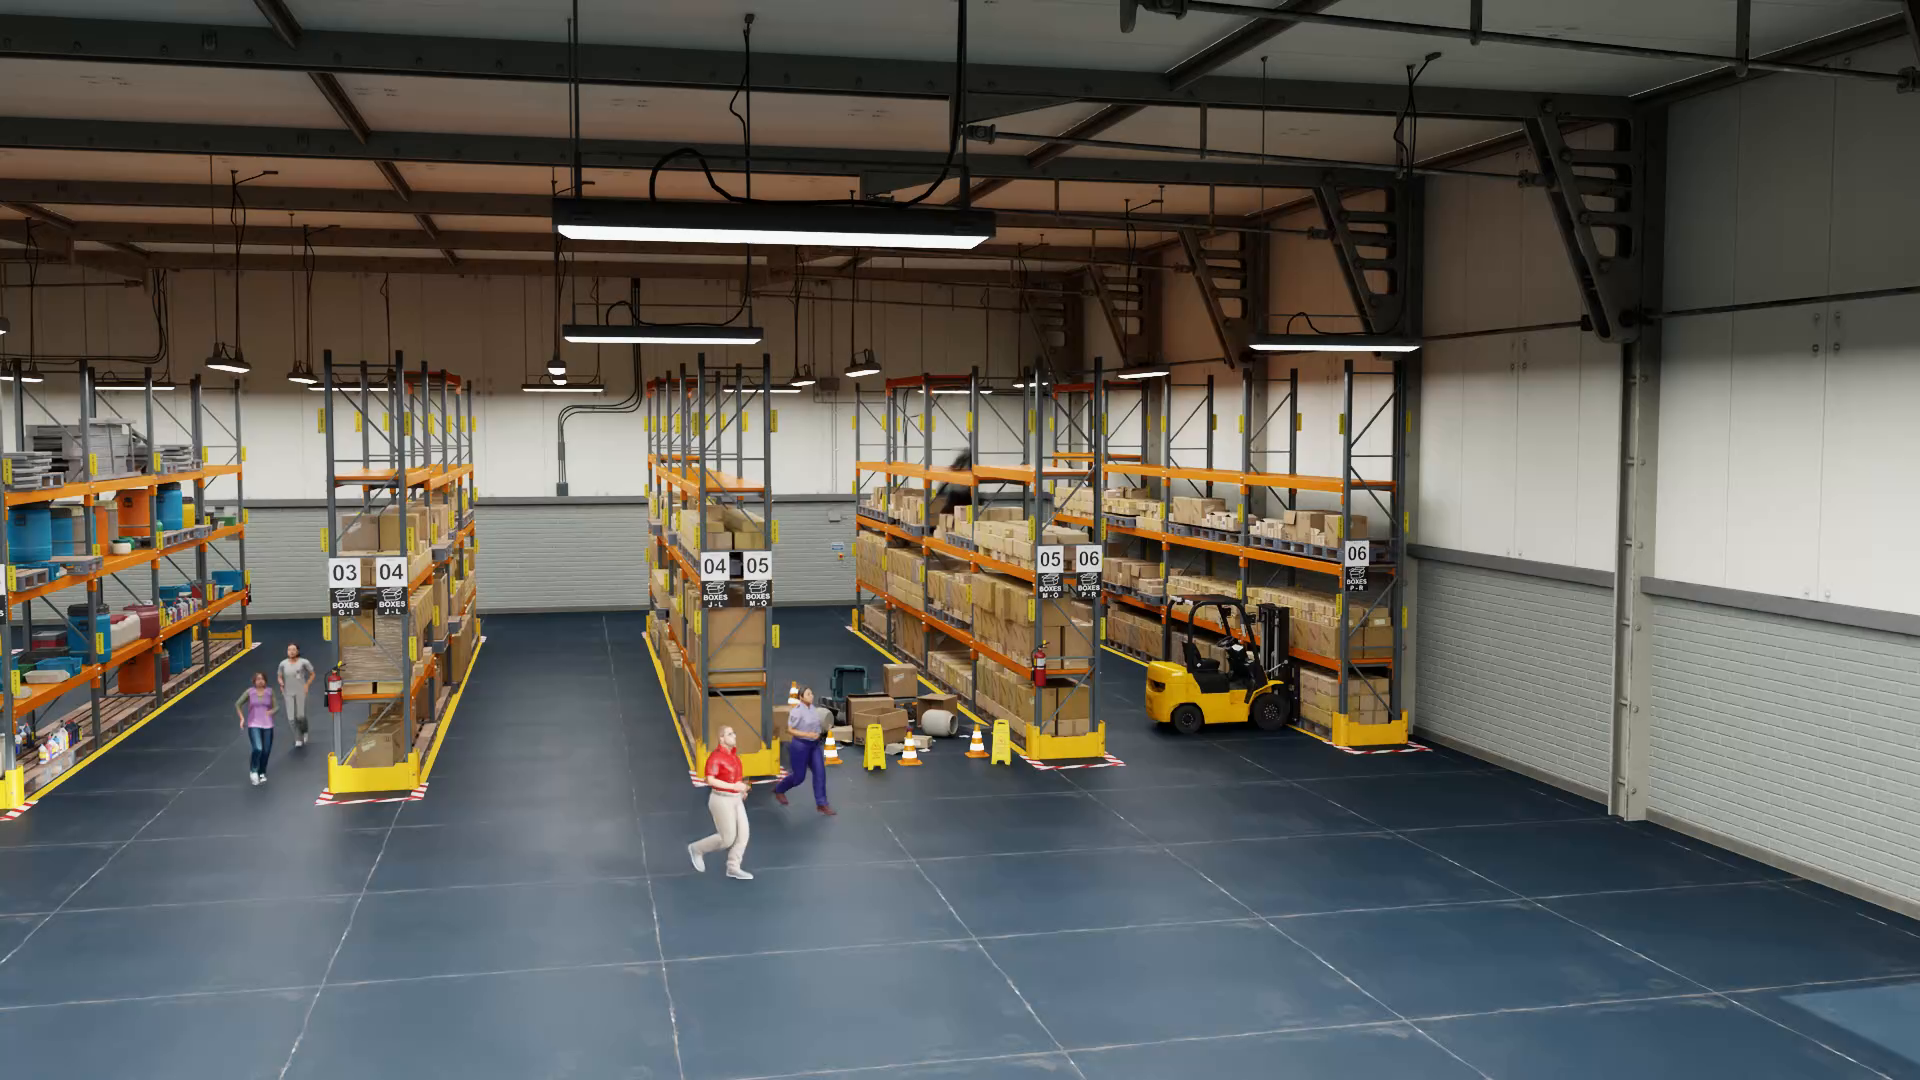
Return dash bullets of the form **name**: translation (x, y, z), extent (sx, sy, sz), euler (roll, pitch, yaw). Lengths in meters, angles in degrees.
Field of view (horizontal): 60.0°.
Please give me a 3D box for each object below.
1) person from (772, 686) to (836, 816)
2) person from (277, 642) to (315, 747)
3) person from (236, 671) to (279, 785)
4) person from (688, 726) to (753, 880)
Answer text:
- **person**: translation (-2.007, 2.697, 21.360), extent (0.931, 1.637, 0.611), euler (3, 5, 34)
- **person**: translation (-10.272, 2.394, 25.686), extent (0.539, 1.626, 0.541), euler (-1, 4, -11)
- **person**: translation (-9.677, 2.600, 22.980), extent (0.514, 1.574, 0.645), euler (-3, 5, -36)
- **person**: translation (-2.613, 2.881, 18.317), extent (0.741, 1.691, 0.668), euler (1, 4, 17)
